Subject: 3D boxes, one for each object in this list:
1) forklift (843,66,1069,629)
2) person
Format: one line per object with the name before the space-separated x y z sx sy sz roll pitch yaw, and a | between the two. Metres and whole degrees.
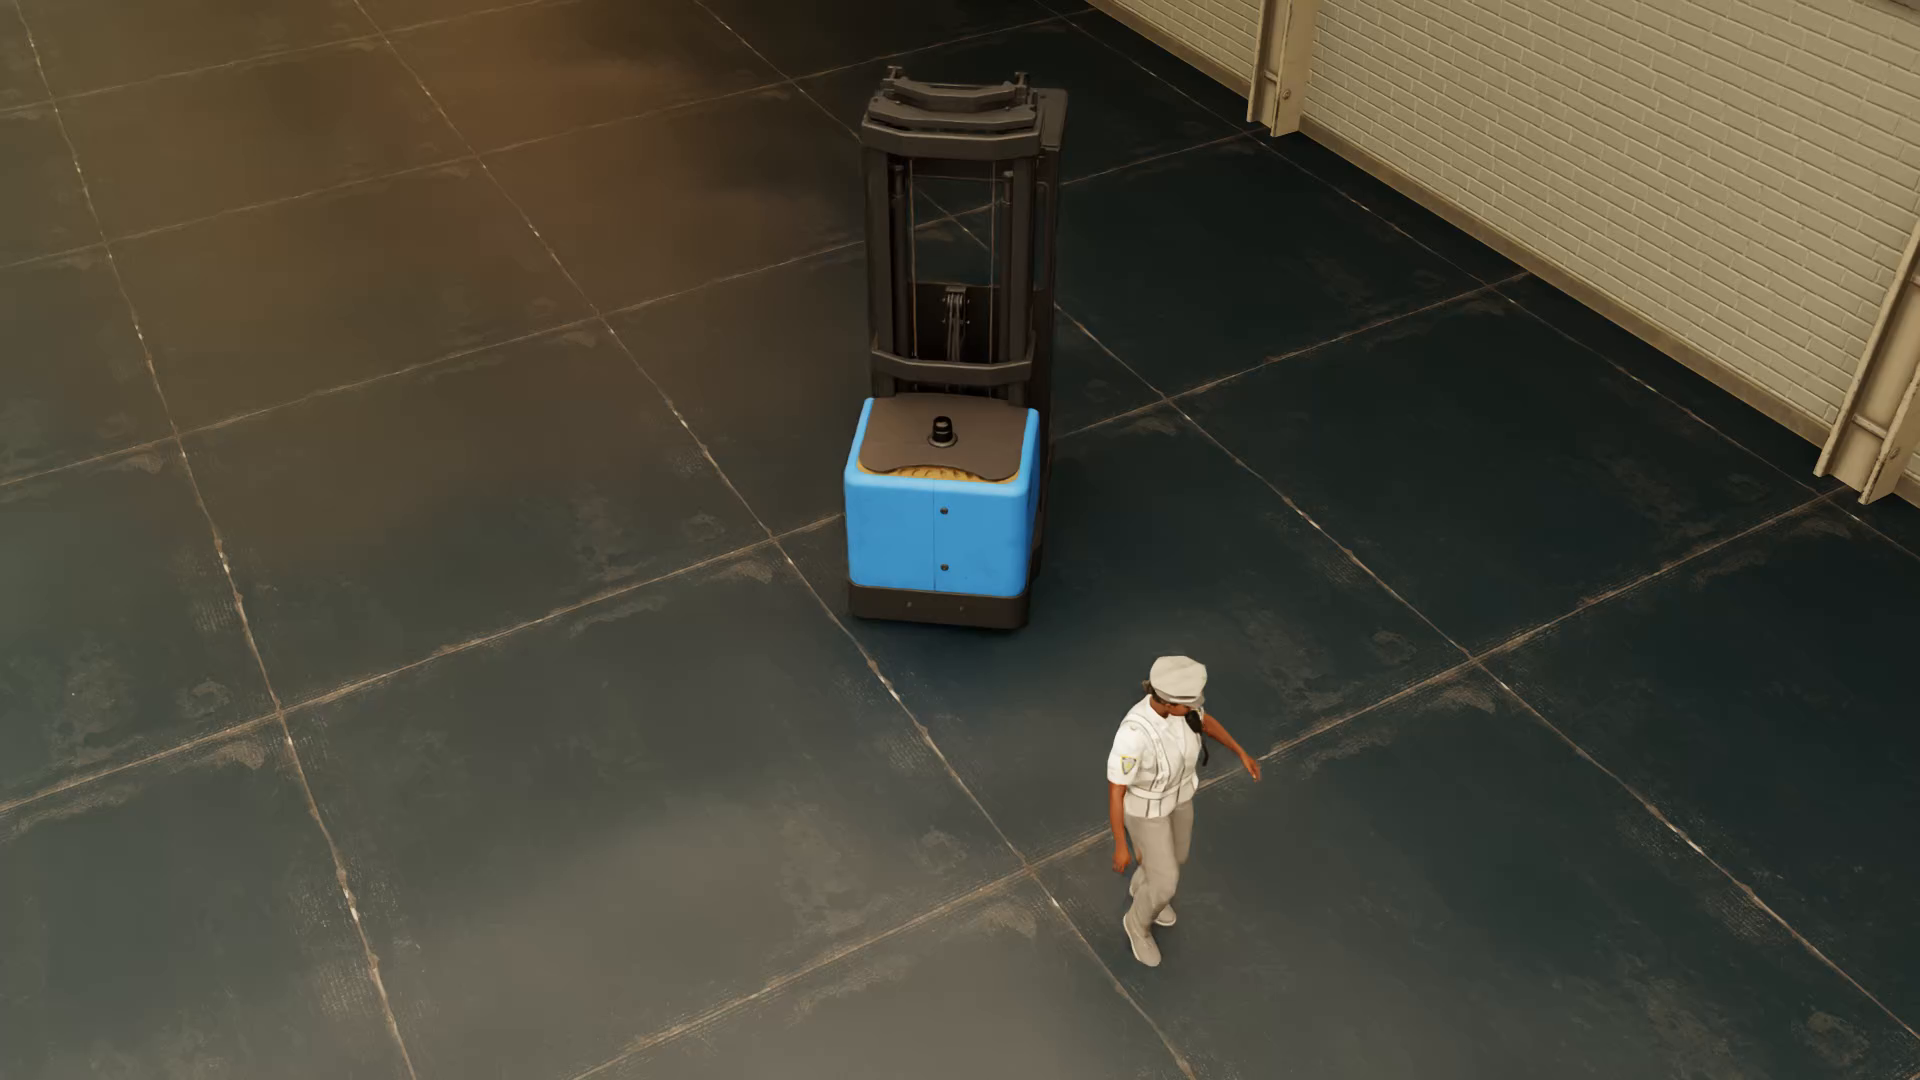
forklift | 0.033 -1.549 9.903 1.130 2.935 3.031 4 40 5
person | 0.951 1.227 7.609 0.834 1.682 0.459 -30 48 -31
